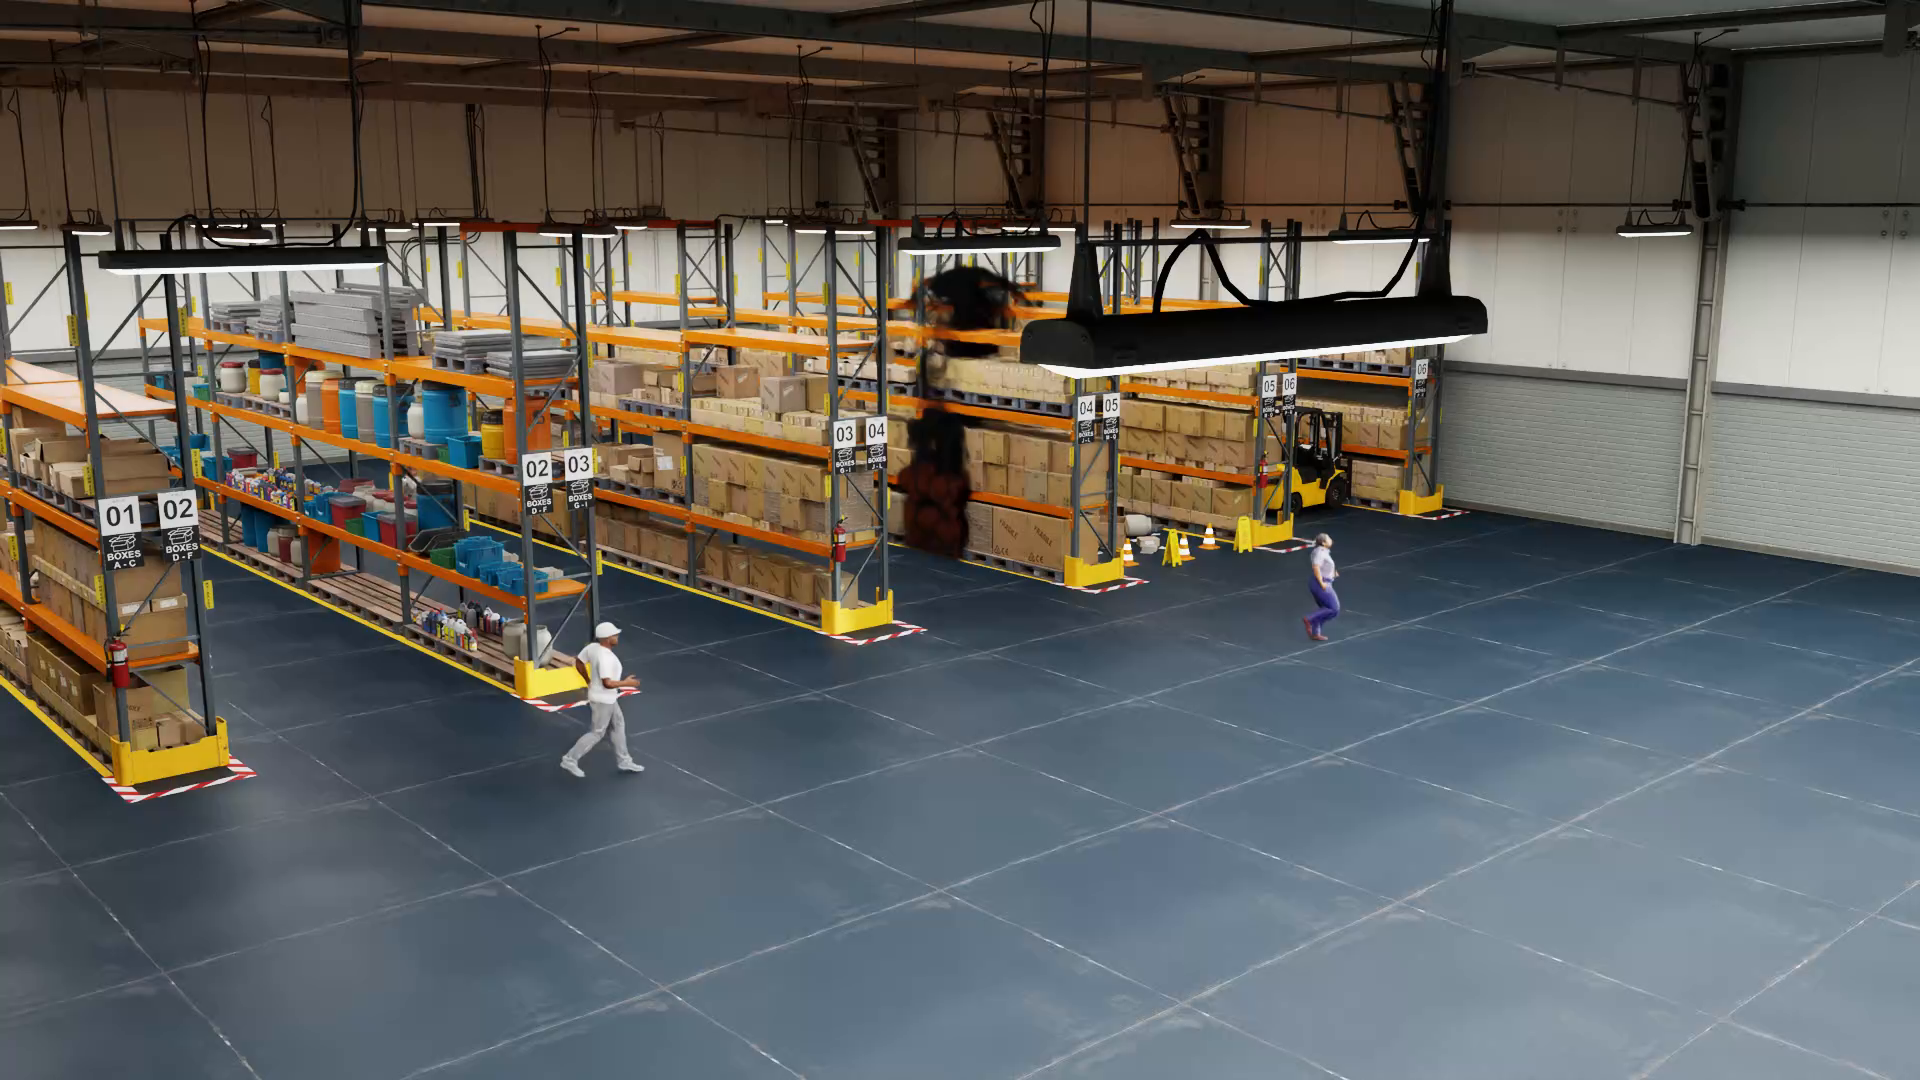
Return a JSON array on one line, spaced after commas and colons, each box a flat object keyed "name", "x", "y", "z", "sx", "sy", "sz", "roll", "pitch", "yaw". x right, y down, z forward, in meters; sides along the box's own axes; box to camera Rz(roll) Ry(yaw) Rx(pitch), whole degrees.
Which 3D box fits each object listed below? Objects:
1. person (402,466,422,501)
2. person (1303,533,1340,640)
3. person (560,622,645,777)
[{"name": "person", "x": -10.193, "y": -0.627, "z": 31.001, "sx": 0.664, "sy": 1.573, "sz": 0.562, "roll": 9, "pitch": 14, "yaw": 36}, {"name": "person", "x": 5.308, "y": 0.690, "z": 24.430, "sx": 0.559, "sy": 1.612, "sz": 0.634, "roll": 0, "pitch": 11, "yaw": 1}, {"name": "person", "x": -4.005, "y": 1.792, "z": 18.505, "sx": 0.949, "sy": 1.777, "sz": 0.664, "roll": -4, "pitch": 12, "yaw": -18}]
